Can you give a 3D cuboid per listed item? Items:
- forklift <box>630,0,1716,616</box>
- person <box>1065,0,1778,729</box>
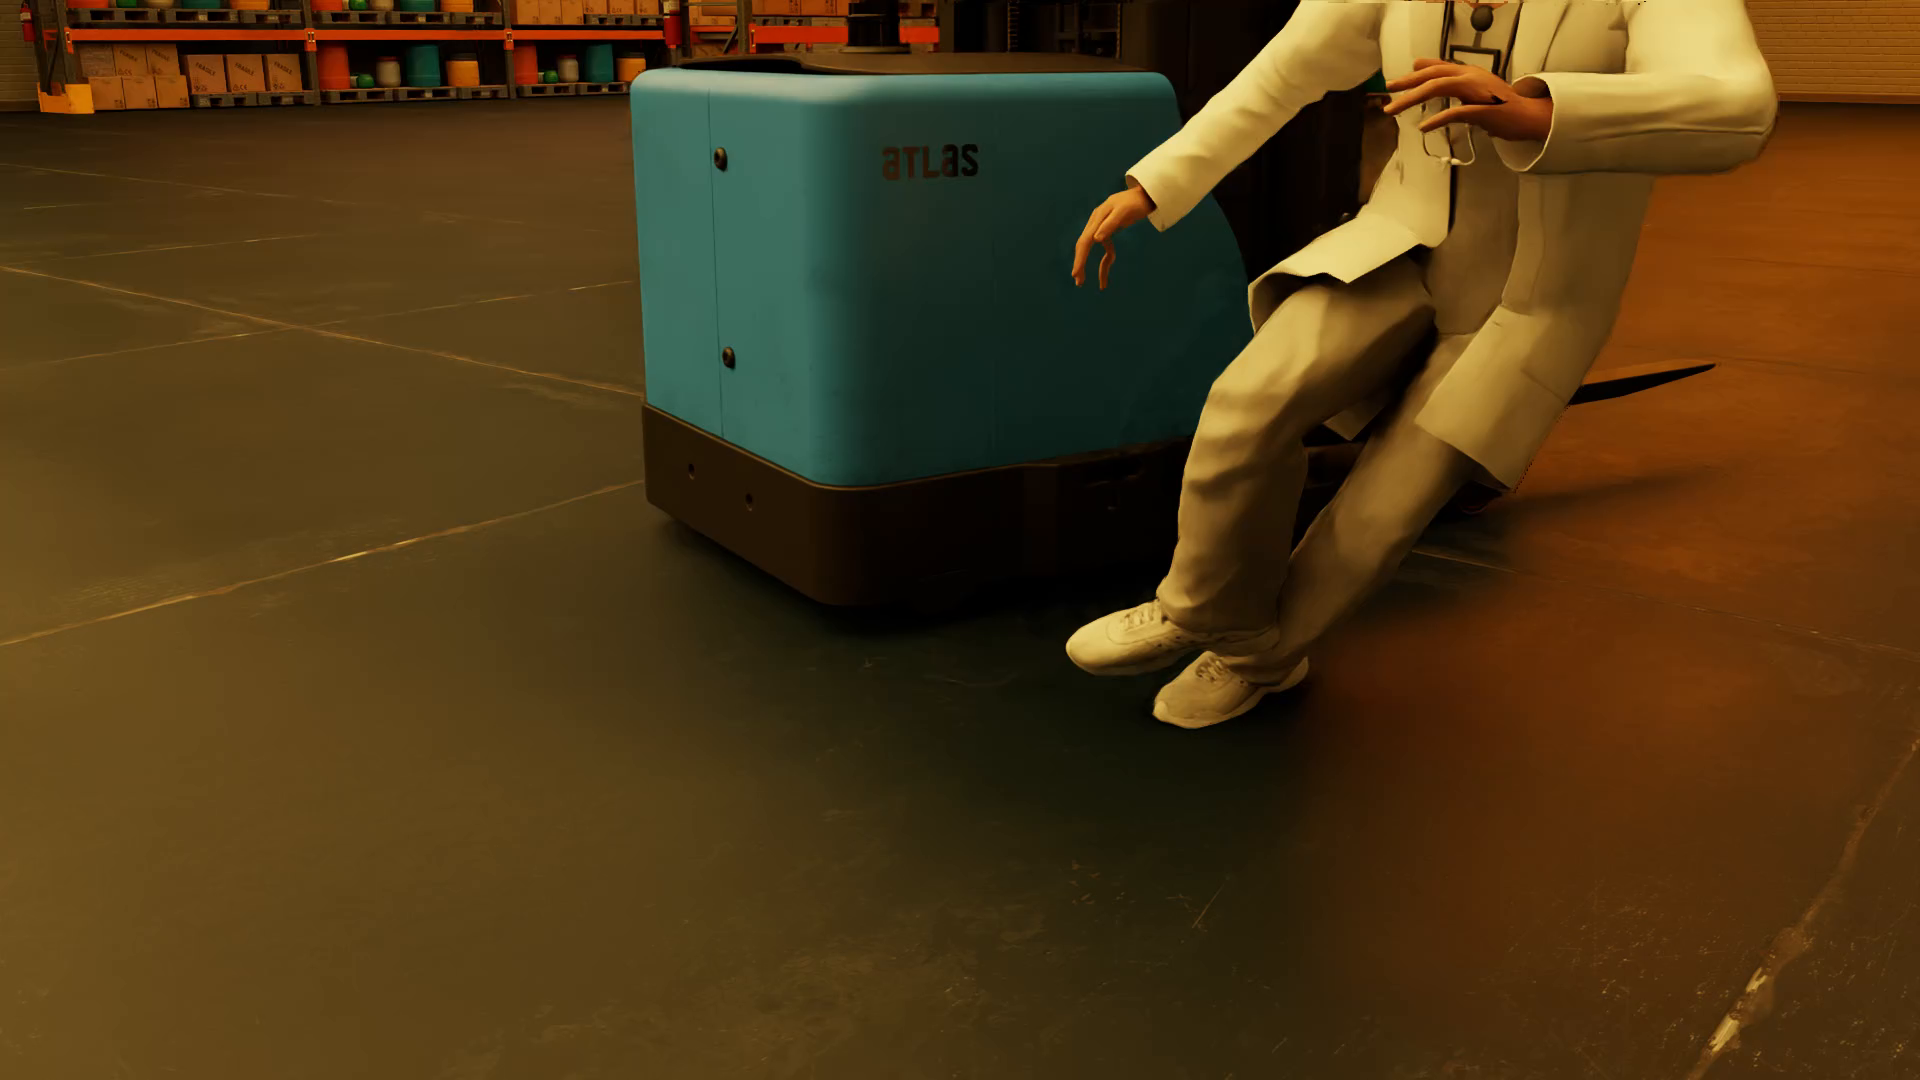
[{"bbox_3d":[0.761,-1.554,4.014,3.031,2.935,1.130,-10,20,-31],"label":"forklift"},{"bbox_3d":[0.613,-0.332,2.442,1.018,1.543,0.915,10,19,29],"label":"person"}]
